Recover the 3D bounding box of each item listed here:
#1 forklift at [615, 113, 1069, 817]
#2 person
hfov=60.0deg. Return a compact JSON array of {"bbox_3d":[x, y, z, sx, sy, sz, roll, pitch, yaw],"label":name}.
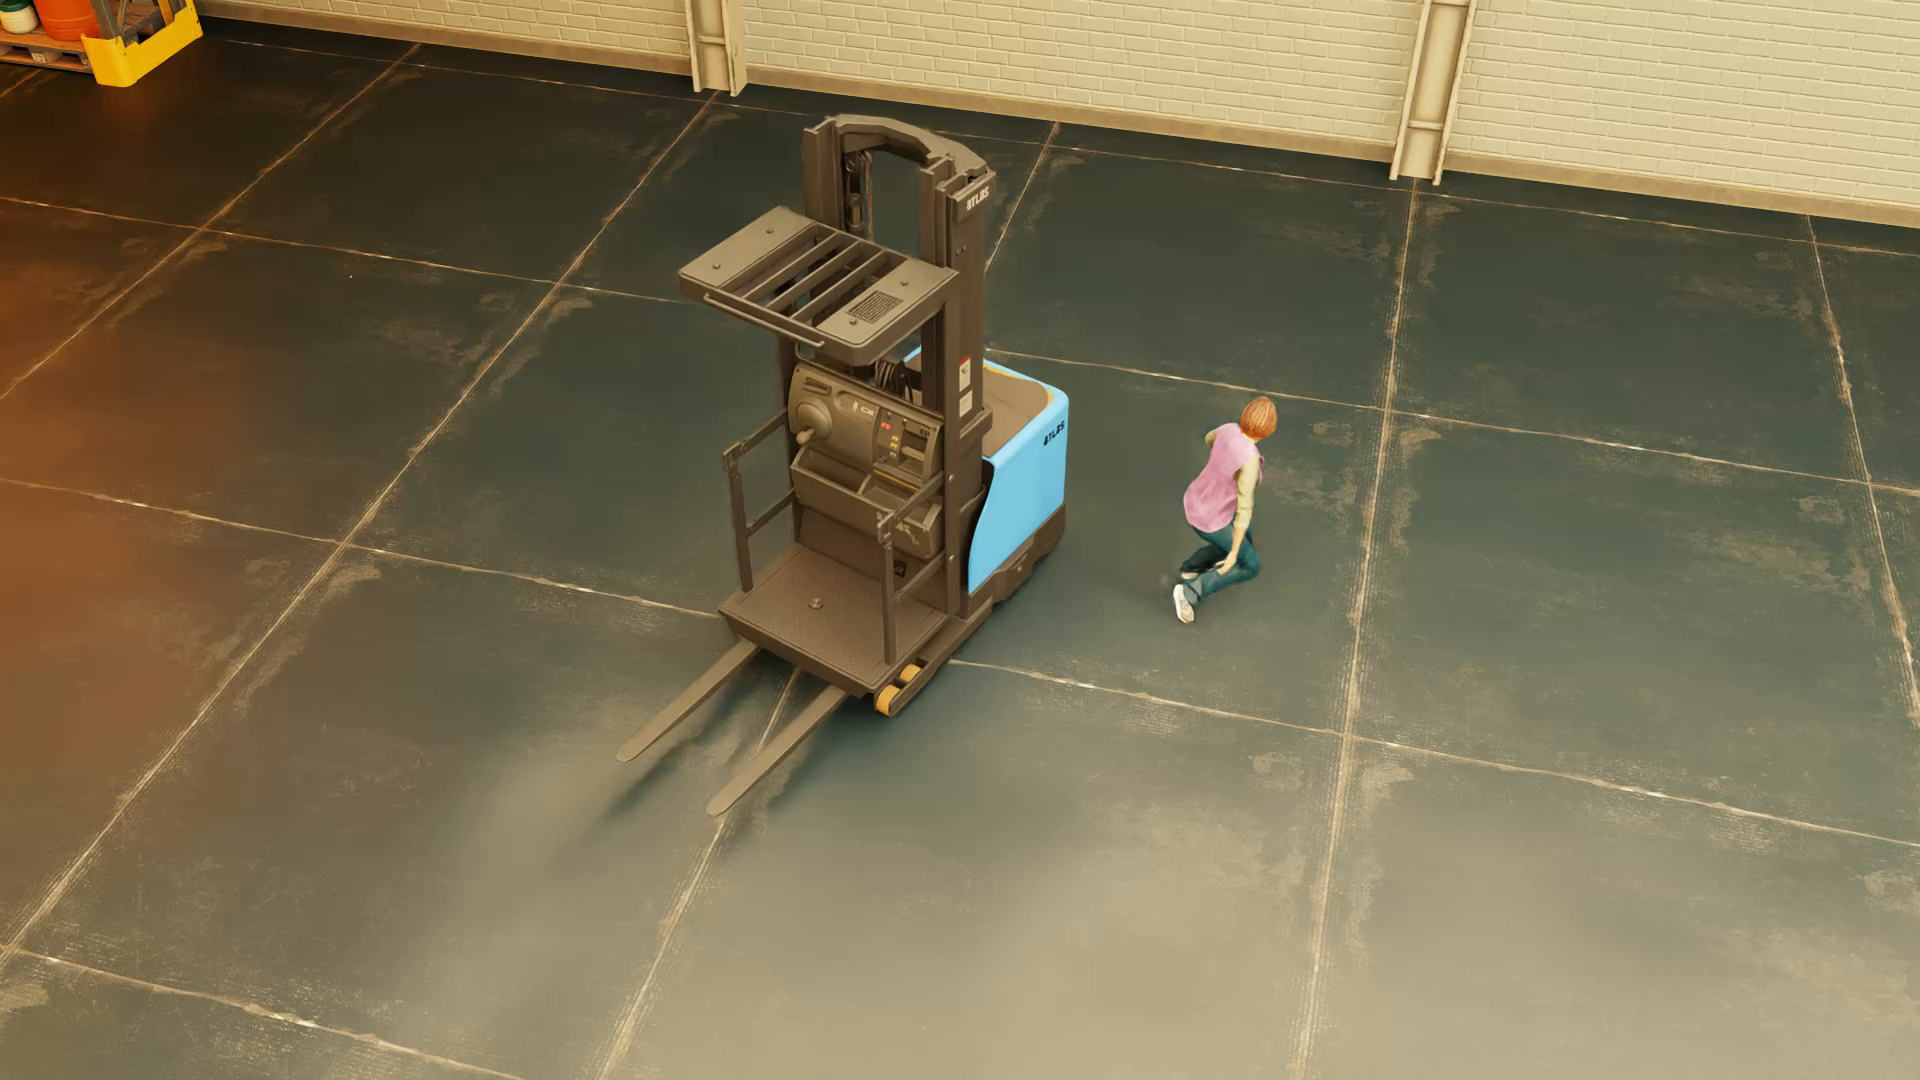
[{"bbox_3d":[-0.622,-0.514,8.448,1.130,2.935,3.031,25,47,25],"label":"forklift"},{"bbox_3d":[1.448,-0.142,9.188,0.477,1.430,0.822,-1,41,-1],"label":"person"}]
